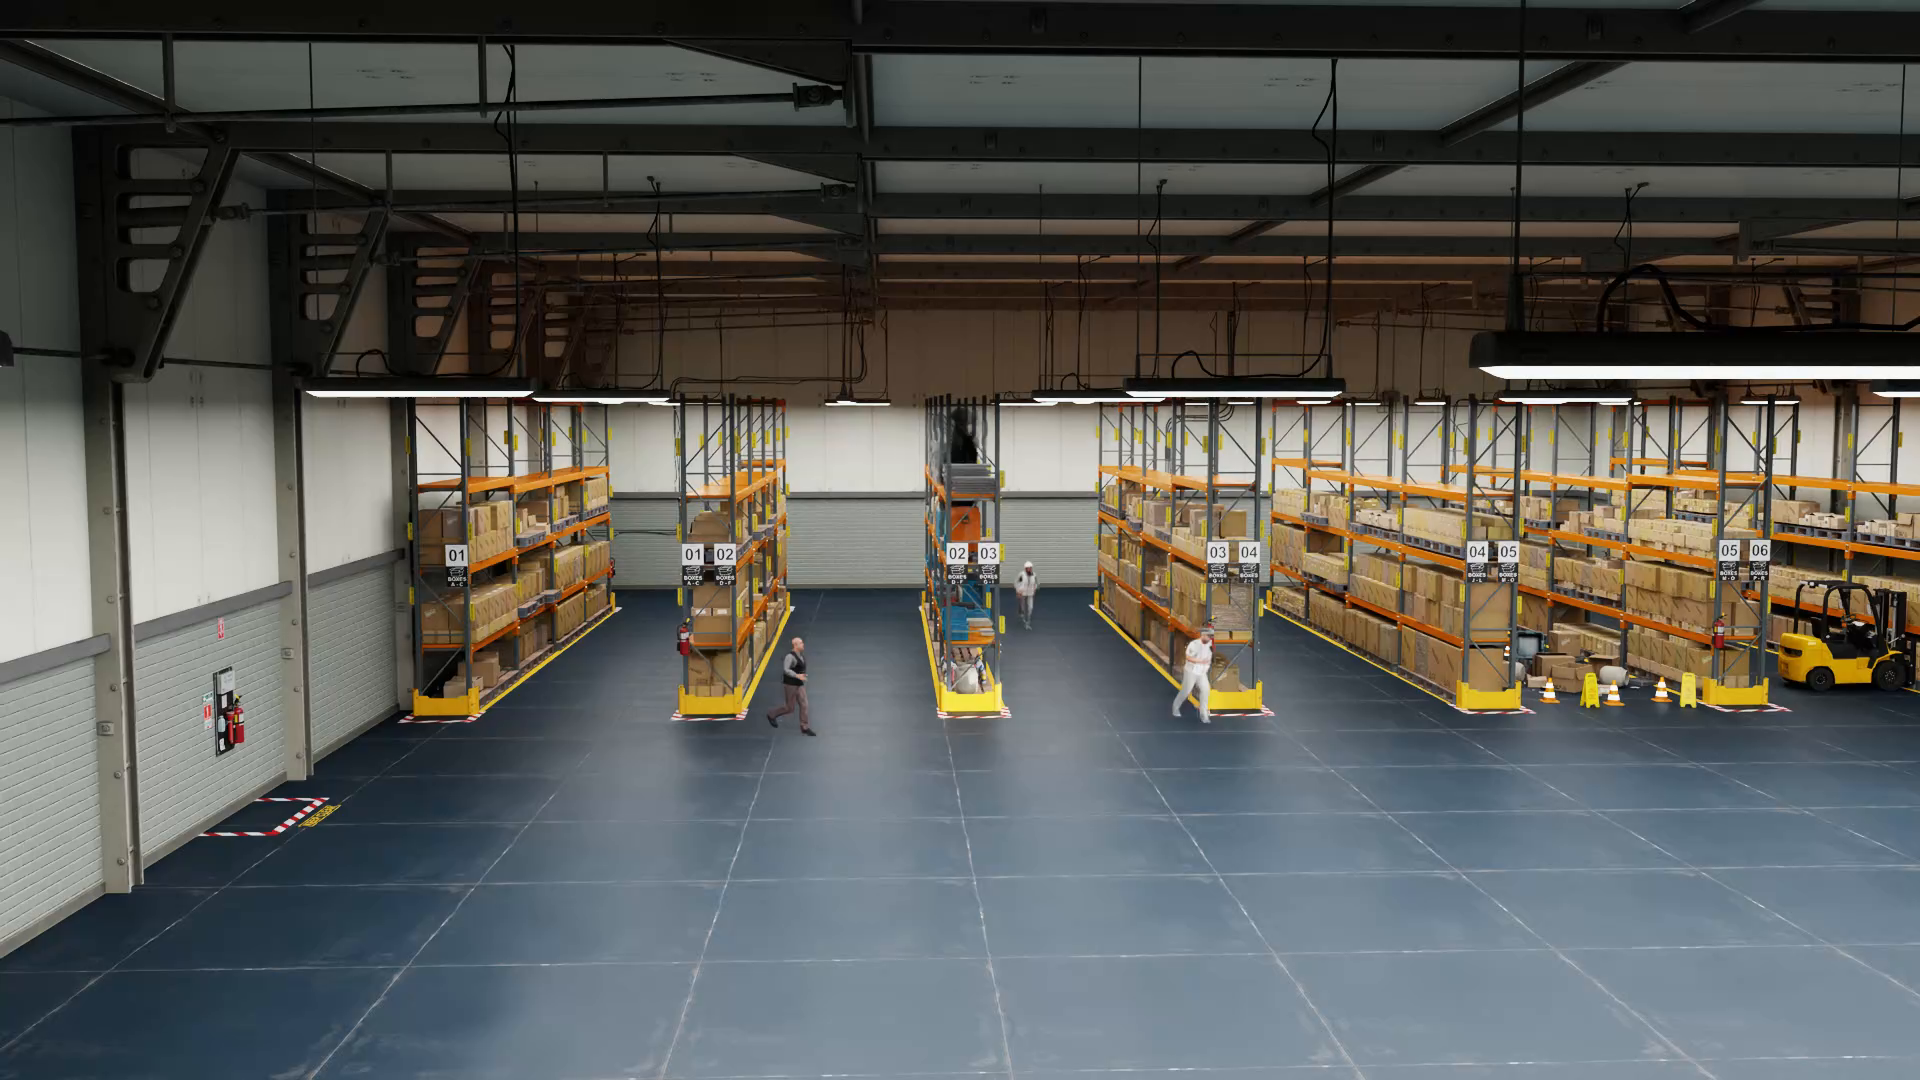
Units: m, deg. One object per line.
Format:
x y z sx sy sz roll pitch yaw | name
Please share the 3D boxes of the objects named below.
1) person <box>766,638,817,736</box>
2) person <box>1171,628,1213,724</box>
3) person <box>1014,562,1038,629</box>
-2.943 2.566 29.212 0.974 1.716 0.681 2 5 19 | person
4.345 2.467 30.632 0.723 1.782 0.910 -3 5 -34 | person
1.729 1.437 43.612 0.666 1.760 0.877 -1 5 -11 | person
